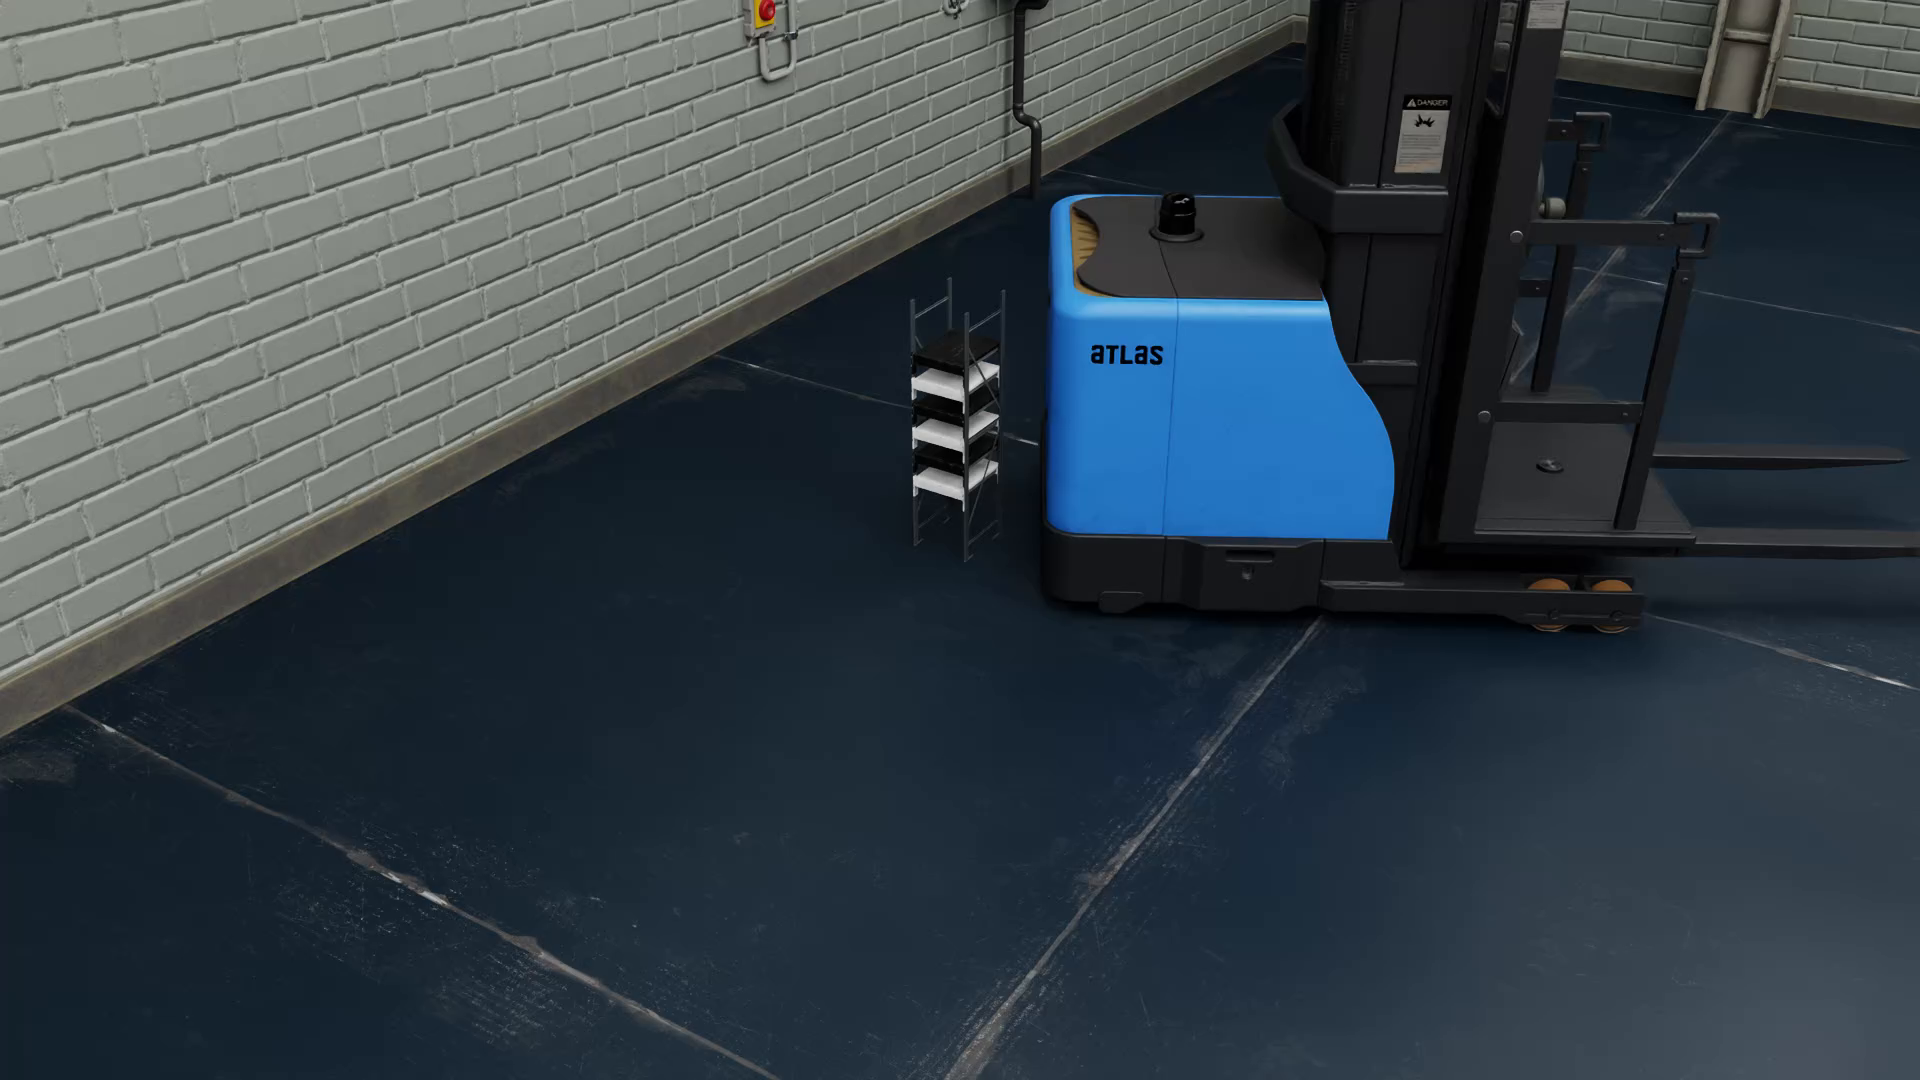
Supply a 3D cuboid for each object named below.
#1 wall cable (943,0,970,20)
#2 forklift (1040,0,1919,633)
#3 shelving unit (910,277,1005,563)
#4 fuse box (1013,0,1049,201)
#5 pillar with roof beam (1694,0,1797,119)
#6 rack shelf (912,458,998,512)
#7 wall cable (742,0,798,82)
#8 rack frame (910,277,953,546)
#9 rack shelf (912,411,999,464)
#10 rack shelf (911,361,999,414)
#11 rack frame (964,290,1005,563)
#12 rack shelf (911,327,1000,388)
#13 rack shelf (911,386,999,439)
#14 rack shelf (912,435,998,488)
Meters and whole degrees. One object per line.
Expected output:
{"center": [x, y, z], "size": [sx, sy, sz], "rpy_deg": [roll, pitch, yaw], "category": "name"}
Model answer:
{"center": [-0.059, -3.310, 7.438], "size": [0.122, 1.984, 0.588], "rpy_deg": [18, 35, 27], "category": "wall cable"}
{"center": [1.791, -1.246, 4.978], "size": [3.031, 2.935, 1.130], "rpy_deg": [1, 30, 2], "category": "forklift"}
{"center": [-0.007, -0.391, 5.527], "size": [0.210, 0.900, 0.258], "rpy_deg": [18, 35, 27], "category": "shelving unit"}
{"center": [0.437, -2.563, 8.446], "size": [0.414, 1.711, 0.539], "rpy_deg": [18, 35, 27], "category": "fuse box"}
{"center": [2.528, -4.742, 4.948], "size": [0.400, 9.000, 9.100], "rpy_deg": [18, 35, 27], "category": "pillar with roof beam"}
{"center": [-0.007, -0.207, 5.634], "size": [0.200, 0.077, 0.258], "rpy_deg": [18, 35, 27], "category": "rack shelf"}
{"center": [-0.803, -2.715, 6.387], "size": [0.123, 1.953, 0.585], "rpy_deg": [18, 35, 27], "category": "wall cable"}
{"center": [-0.093, -0.418, 5.574], "size": [0.006, 0.900, 0.240], "rpy_deg": [18, 35, 27], "category": "rack frame"}
{"center": [-0.007, -0.362, 5.544], "size": [0.200, 0.077, 0.258], "rpy_deg": [18, 35, 27], "category": "rack shelf"}
{"center": [-0.007, -0.518, 5.453], "size": [0.200, 0.077, 0.258], "rpy_deg": [18, 35, 27], "category": "rack shelf"}
{"center": [0.079, -0.364, 5.480], "size": [0.006, 0.900, 0.240], "rpy_deg": [18, 35, 27], "category": "rack frame"}
{"center": [-0.007, -0.595, 5.408], "size": [0.200, 0.077, 0.258], "rpy_deg": [18, 35, 27], "category": "rack shelf"}
{"center": [-0.007, -0.440, 5.498], "size": [0.200, 0.077, 0.258], "rpy_deg": [18, 35, 27], "category": "rack shelf"}
{"center": [-0.007, -0.284, 5.589], "size": [0.200, 0.077, 0.258], "rpy_deg": [18, 35, 27], "category": "rack shelf"}
